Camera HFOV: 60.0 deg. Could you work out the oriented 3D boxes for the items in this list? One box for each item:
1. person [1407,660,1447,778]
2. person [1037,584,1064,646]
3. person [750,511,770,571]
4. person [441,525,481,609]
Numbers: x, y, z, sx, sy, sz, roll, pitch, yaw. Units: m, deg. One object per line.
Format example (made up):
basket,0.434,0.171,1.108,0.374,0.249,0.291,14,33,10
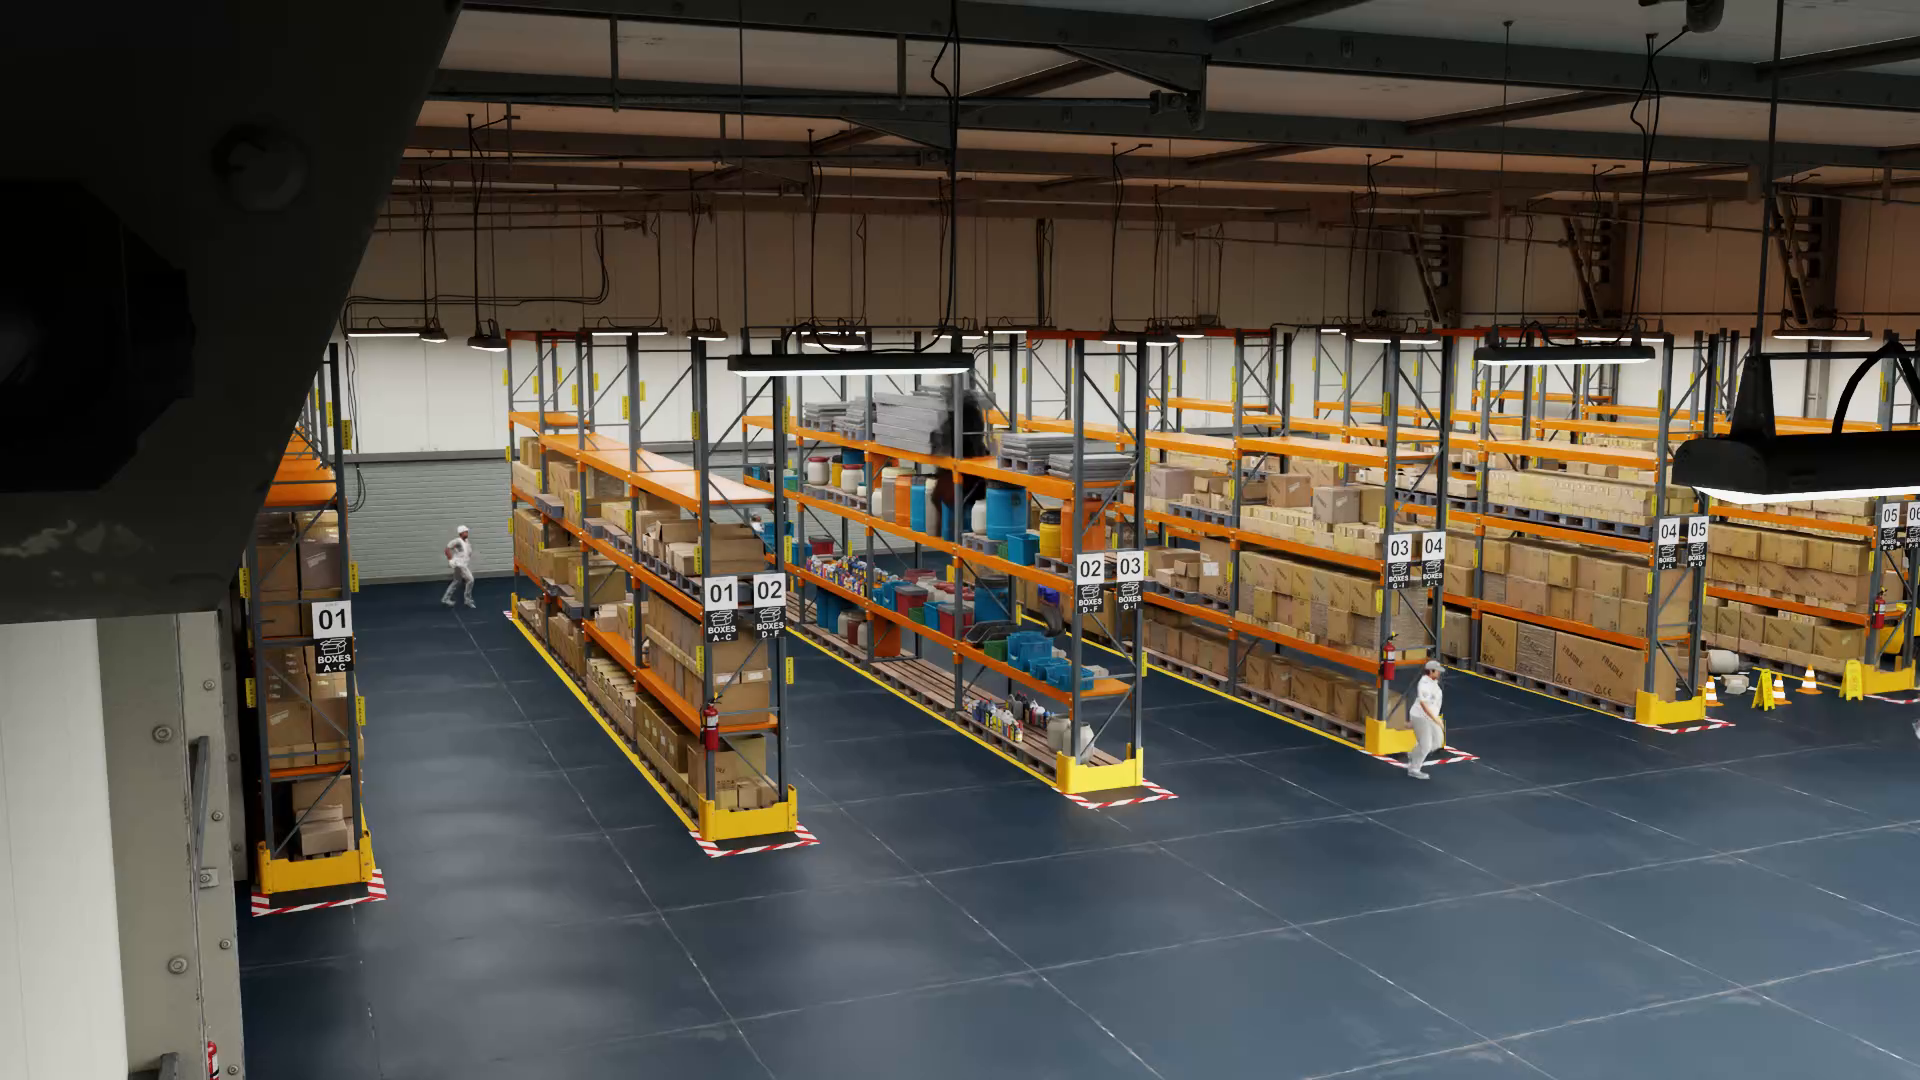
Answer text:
person,6.399,2.443,22.759,0.570,1.635,0.604,4,9,29
person,1.701,1.269,30.797,0.570,1.528,0.550,-3,8,-23
person,-4.775,0.196,38.985,0.772,1.758,0.545,-2,8,-15
person,-10.773,0.595,35.870,0.885,1.831,0.596,-1,8,-6
